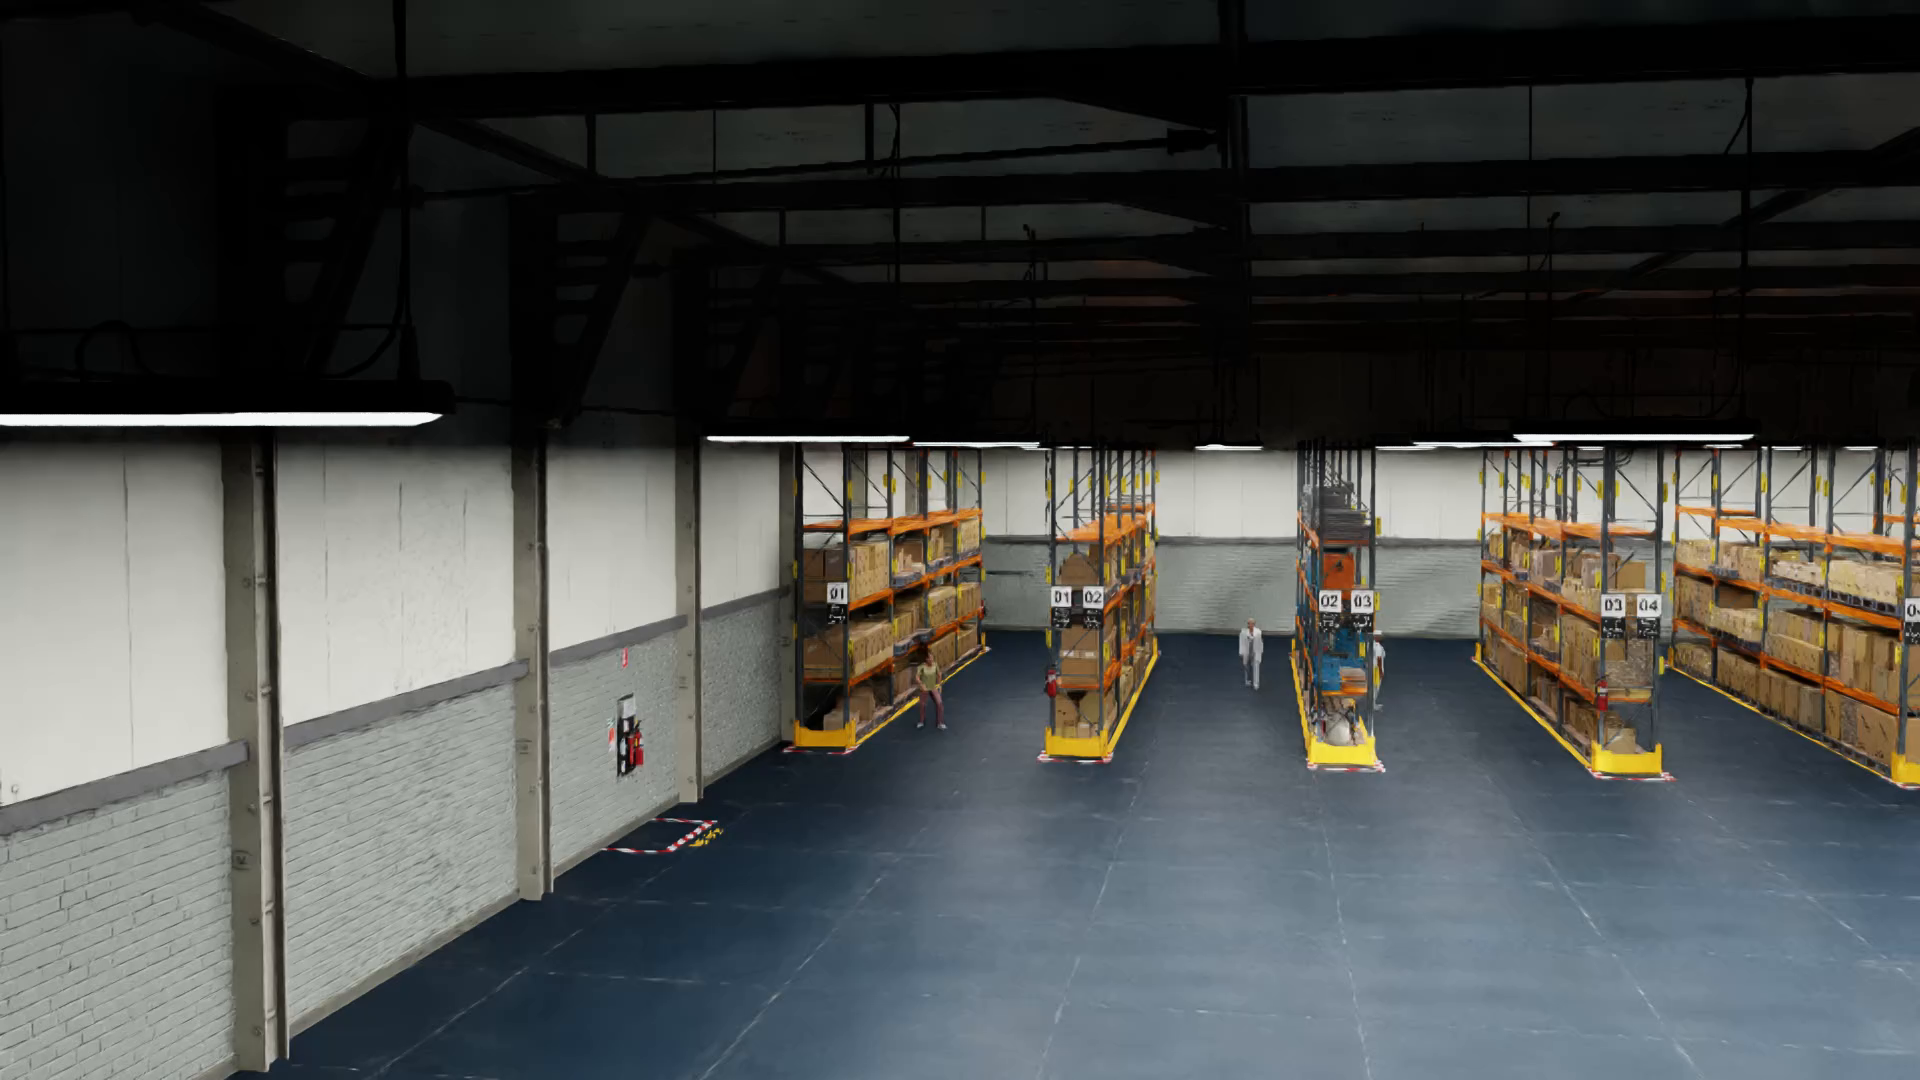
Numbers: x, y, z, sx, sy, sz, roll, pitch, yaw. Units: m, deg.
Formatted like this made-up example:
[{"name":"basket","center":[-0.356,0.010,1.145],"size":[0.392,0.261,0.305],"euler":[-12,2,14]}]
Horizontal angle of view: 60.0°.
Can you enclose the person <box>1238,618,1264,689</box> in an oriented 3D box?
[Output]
[{"name":"person","center":[7.036,2.727,40.226],"size":[0.598,1.698,1.193],"euler":[1,3,12]}]

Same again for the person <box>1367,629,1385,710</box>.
[{"name":"person","center":[9.255,2.867,36.928],"size":[0.375,1.775,0.644],"euler":[0,3,-4]}]

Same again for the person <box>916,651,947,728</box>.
[{"name":"person","center":[-0.629,3.090,34.399],"size":[0.613,1.617,0.770],"euler":[-1,3,-11]}]
